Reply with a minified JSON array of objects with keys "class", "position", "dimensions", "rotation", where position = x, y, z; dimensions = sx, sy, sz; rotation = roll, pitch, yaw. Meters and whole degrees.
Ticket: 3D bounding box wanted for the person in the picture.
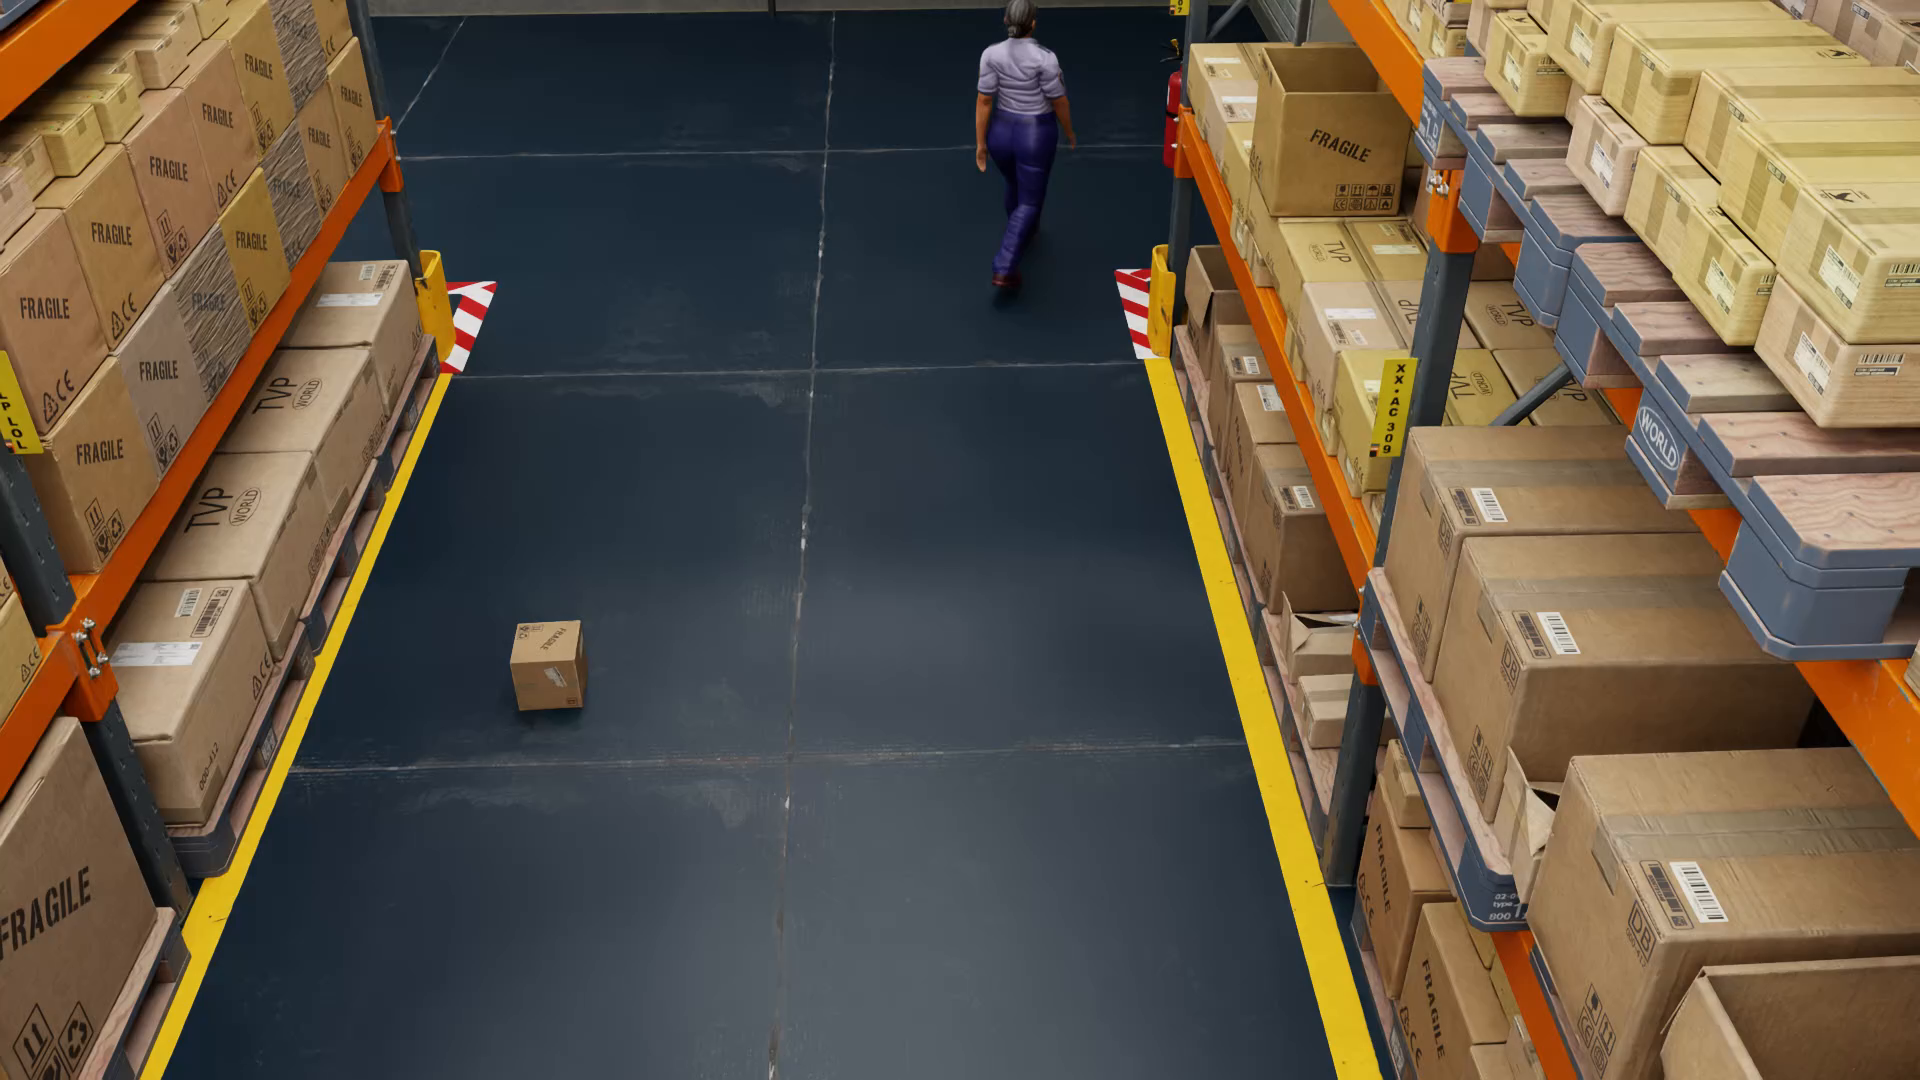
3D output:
[{"class":"person","position":[0.371,-2.264,9.343],"dimensions":[0.490,1.598,0.996],"rotation":[17,39,22]}]
